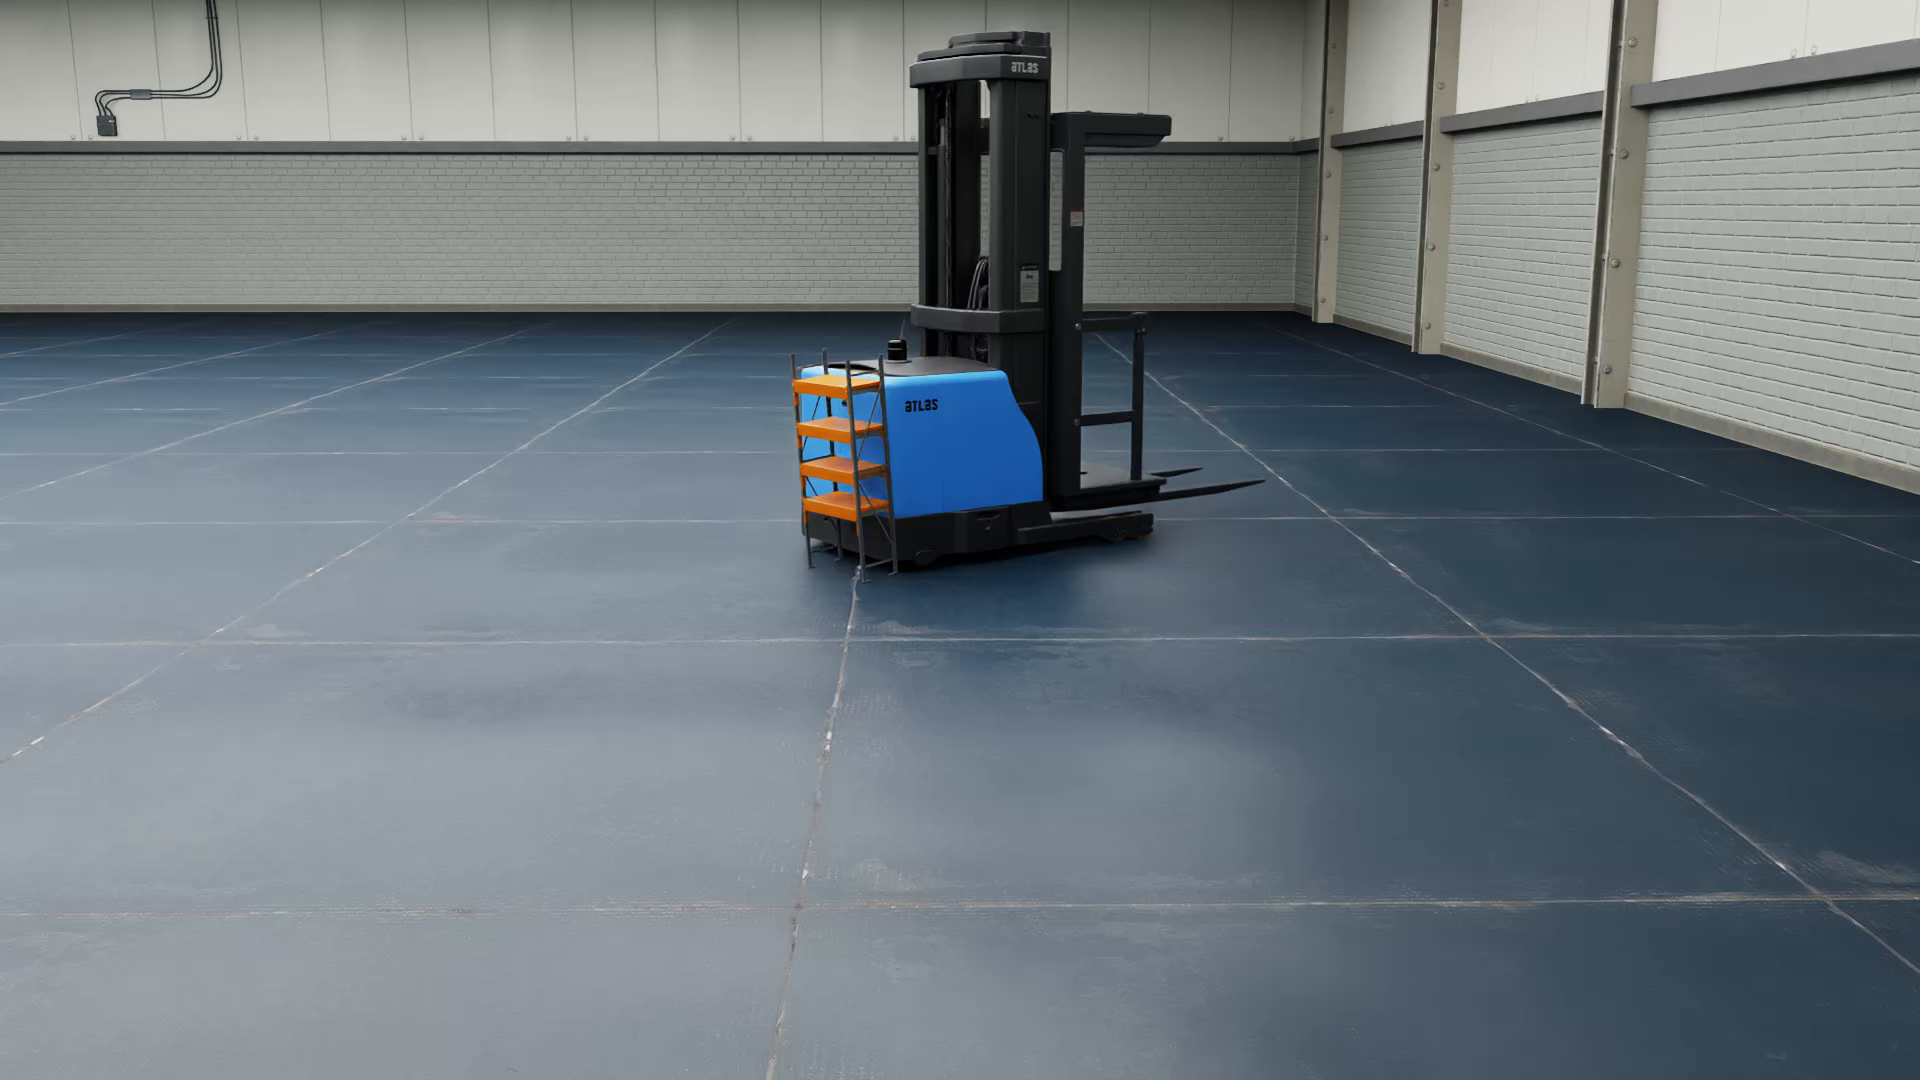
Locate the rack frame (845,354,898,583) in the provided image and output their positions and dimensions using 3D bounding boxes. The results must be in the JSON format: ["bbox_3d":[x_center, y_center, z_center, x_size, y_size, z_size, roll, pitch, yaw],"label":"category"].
[{"bbox_3d":[-0.467,-0.376,8.846,0.240,1.200,0.015,-16,19,-39],"label":"rack frame"}]

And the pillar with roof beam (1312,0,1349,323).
[{"bbox_3d":[1.917,-8.128,27.491,9.100,9.000,0.400,0,11,-1],"label":"pillar with roof beam"}]

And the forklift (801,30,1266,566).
[{"bbox_3d":[0.566,-1.495,10.058,3.031,2.935,1.130,-8,14,-33],"label":"forklift"}]

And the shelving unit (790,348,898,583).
[{"bbox_3d":[-0.629,-0.412,9.025,0.258,1.200,0.503,-16,19,-39],"label":"shelving unit"}]

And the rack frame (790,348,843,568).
[{"bbox_3d":[-0.791,-0.448,9.204,0.240,1.200,0.015,-16,19,-39],"label":"rack frame"}]

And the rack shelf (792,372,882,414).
[{"bbox_3d":[-0.652,-0.792,8.927,0.258,0.148,0.480,-16,19,-39],"label":"rack shelf"}]

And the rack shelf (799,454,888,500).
[{"bbox_3d":[-0.625,-0.347,9.041,0.258,0.148,0.480,-16,19,-39],"label":"rack shelf"}]

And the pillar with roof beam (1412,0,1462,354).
[{"bbox_3d":[2.041,-6.935,21.612,9.100,9.000,0.400,0,11,-1],"label":"pillar with roof beam"}]

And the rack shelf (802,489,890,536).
[{"bbox_3d":[-0.613,-0.155,9.091,0.258,0.148,0.480,-16,19,-39],"label":"rack shelf"}]

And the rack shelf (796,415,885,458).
[{"bbox_3d":[-0.638,-0.563,8.986,0.258,0.148,0.480,-16,19,-39],"label":"rack shelf"}]

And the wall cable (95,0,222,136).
[{"bbox_3d":[-14.519,-10.310,29.692,2.305,6.003,0.169,0,11,-1],"label":"wall cable"}]

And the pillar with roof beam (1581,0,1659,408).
[{"bbox_3d":[2.165,-5.743,15.733,9.100,9.000,0.400,0,11,-1],"label":"pillar with roof beam"}]
